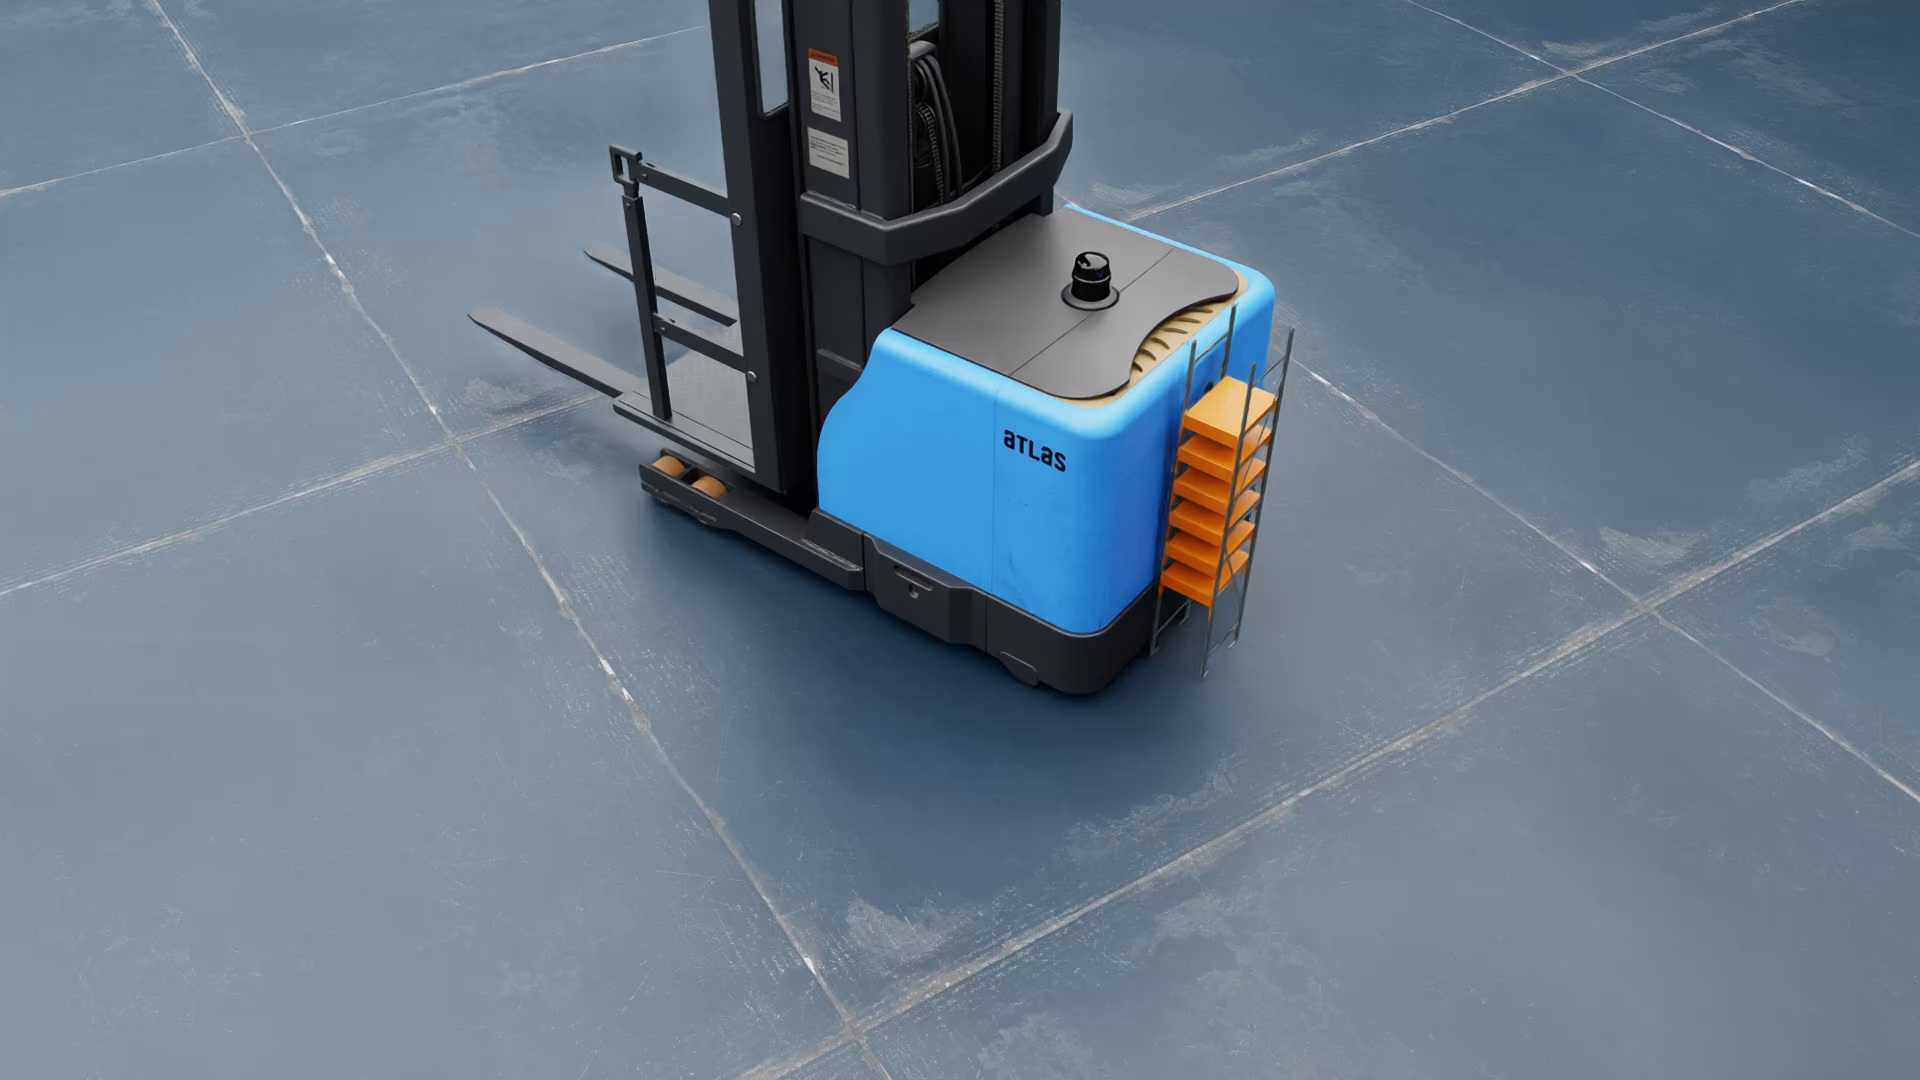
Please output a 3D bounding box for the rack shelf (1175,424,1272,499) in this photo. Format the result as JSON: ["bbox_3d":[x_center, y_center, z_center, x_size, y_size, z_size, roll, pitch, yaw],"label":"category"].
[{"bbox_3d":[0.767,-0.256,4.811,0.180,0.103,0.258,27,47,26],"label":"rack shelf"}]

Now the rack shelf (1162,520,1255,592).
[{"bbox_3d":[0.759,0.017,5.045,0.180,0.103,0.258,27,47,26],"label":"rack shelf"}]

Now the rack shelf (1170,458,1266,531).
[{"bbox_3d":[0.764,-0.165,4.889,0.180,0.103,0.258,27,47,26],"label":"rack shelf"}]

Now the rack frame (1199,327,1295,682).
[{"bbox_3d":[0.836,-0.071,4.898,0.006,1.200,0.240,27,47,26],"label":"rack frame"}]

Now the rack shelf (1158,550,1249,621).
[{"bbox_3d":[0.756,0.108,5.124,0.180,0.103,0.258,27,47,26],"label":"rack shelf"}]

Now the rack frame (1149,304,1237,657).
[{"bbox_3d":[0.689,-0.145,4.978,0.006,1.200,0.240,27,47,26],"label":"rack frame"}]

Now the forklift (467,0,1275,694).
[{"bbox_3d":[-0.508,-1.424,5.169,3.031,2.935,1.130,26,46,28],"label":"forklift"}]

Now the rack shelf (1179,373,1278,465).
[{"bbox_3d":[0.770,-0.347,4.732,0.180,0.103,0.258,27,47,26],"label":"rack shelf"}]

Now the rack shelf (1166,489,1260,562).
[{"bbox_3d":[0.762,-0.074,4.967,0.180,0.103,0.258,27,47,26],"label":"rack shelf"}]

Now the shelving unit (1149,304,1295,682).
[{"bbox_3d":[0.763,-0.108,4.938,0.189,1.200,0.258,27,47,26],"label":"shelving unit"}]
